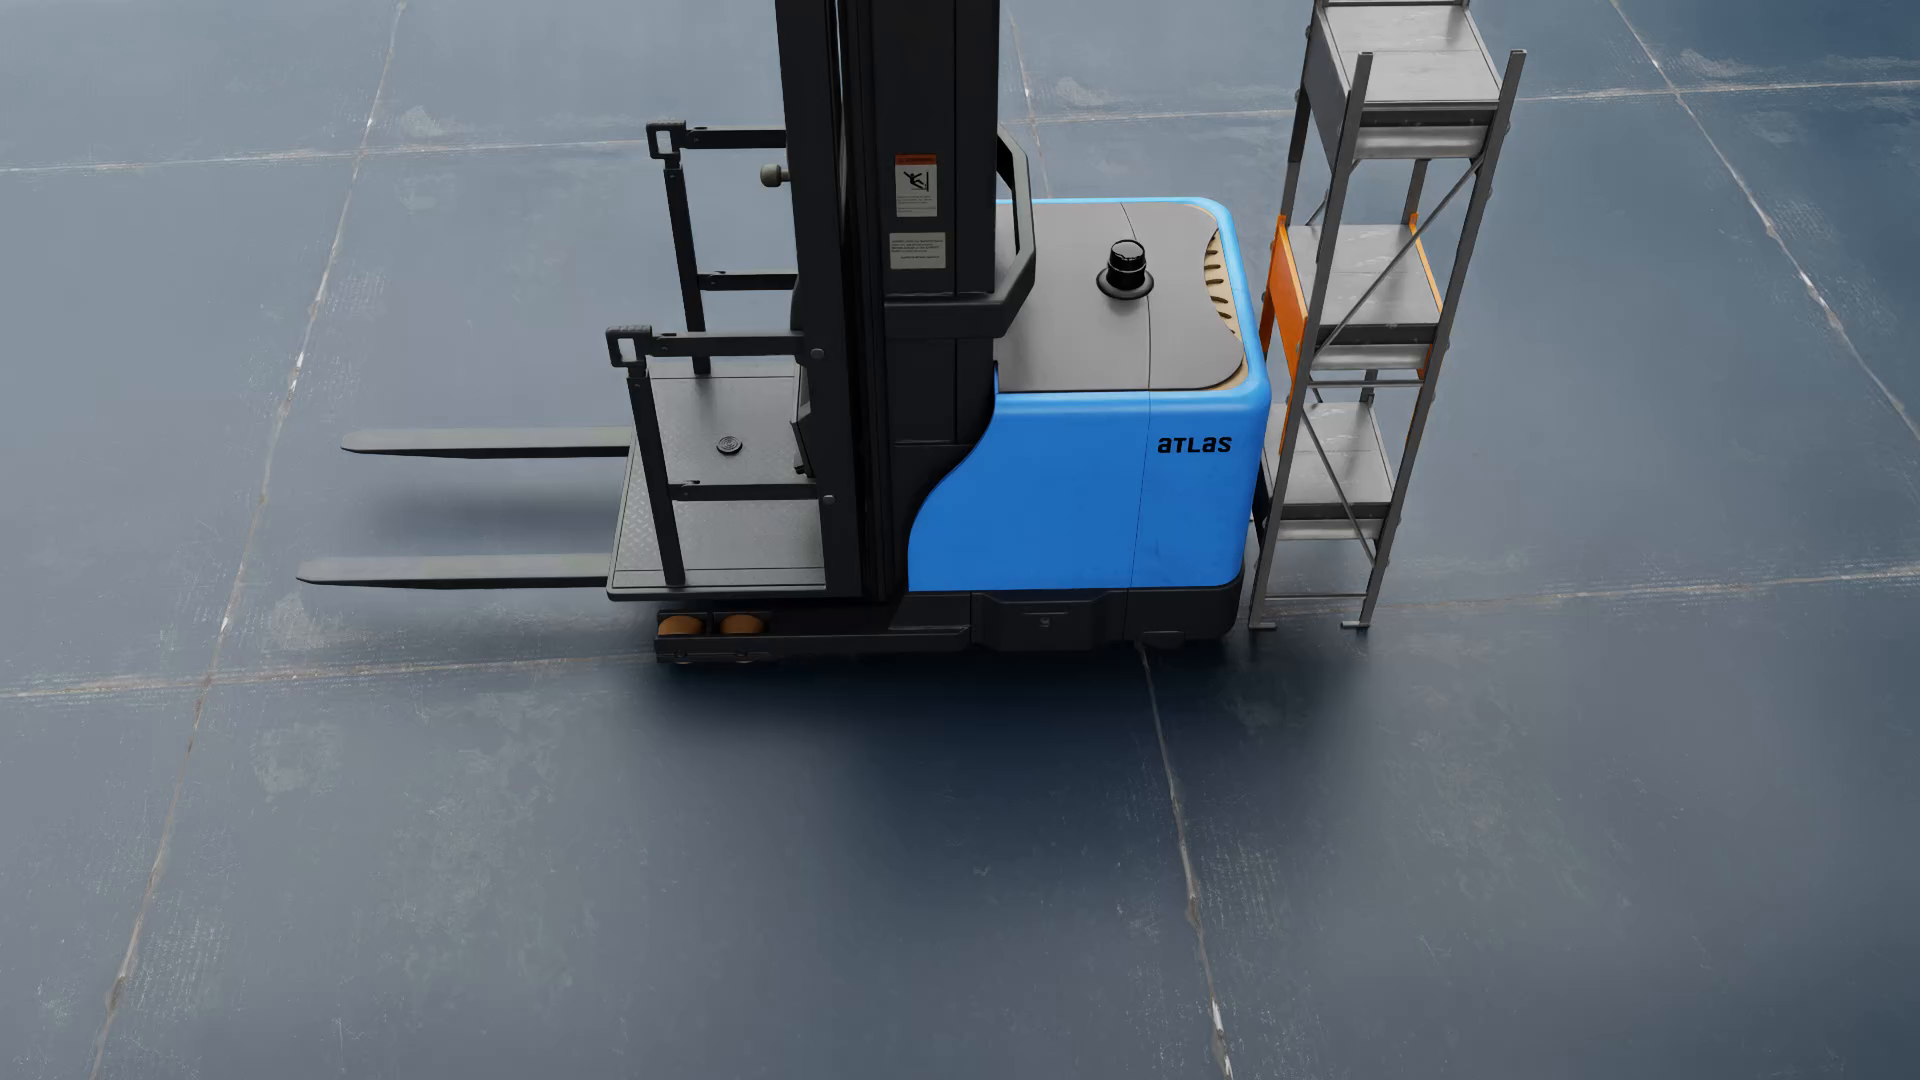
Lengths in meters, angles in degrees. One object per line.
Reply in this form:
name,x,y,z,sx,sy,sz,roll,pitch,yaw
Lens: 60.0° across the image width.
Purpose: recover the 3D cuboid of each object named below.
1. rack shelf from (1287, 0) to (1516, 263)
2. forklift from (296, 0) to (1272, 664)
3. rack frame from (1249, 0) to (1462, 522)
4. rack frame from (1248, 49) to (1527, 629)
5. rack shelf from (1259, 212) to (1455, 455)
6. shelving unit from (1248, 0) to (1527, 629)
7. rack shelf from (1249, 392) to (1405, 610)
rack shelf,1.143,-1.088,4.389,0.431,0.518,0.480,-1,47,-1
forklift,-0.624,-0.998,4.677,3.031,2.935,1.130,-1,47,-1
rack frame,1.138,-0.793,5.055,0.400,2.100,0.015,-1,47,-1
rack frame,1.149,-0.439,4.720,0.400,2.100,0.015,-1,47,-1
rack shelf,1.143,-0.607,4.897,0.431,0.518,0.480,-1,47,-1
shelving unit,1.143,-0.616,4.888,0.431,2.100,0.503,-1,47,-1
rack shelf,1.143,-0.126,5.406,0.431,0.518,0.480,-1,47,-1
